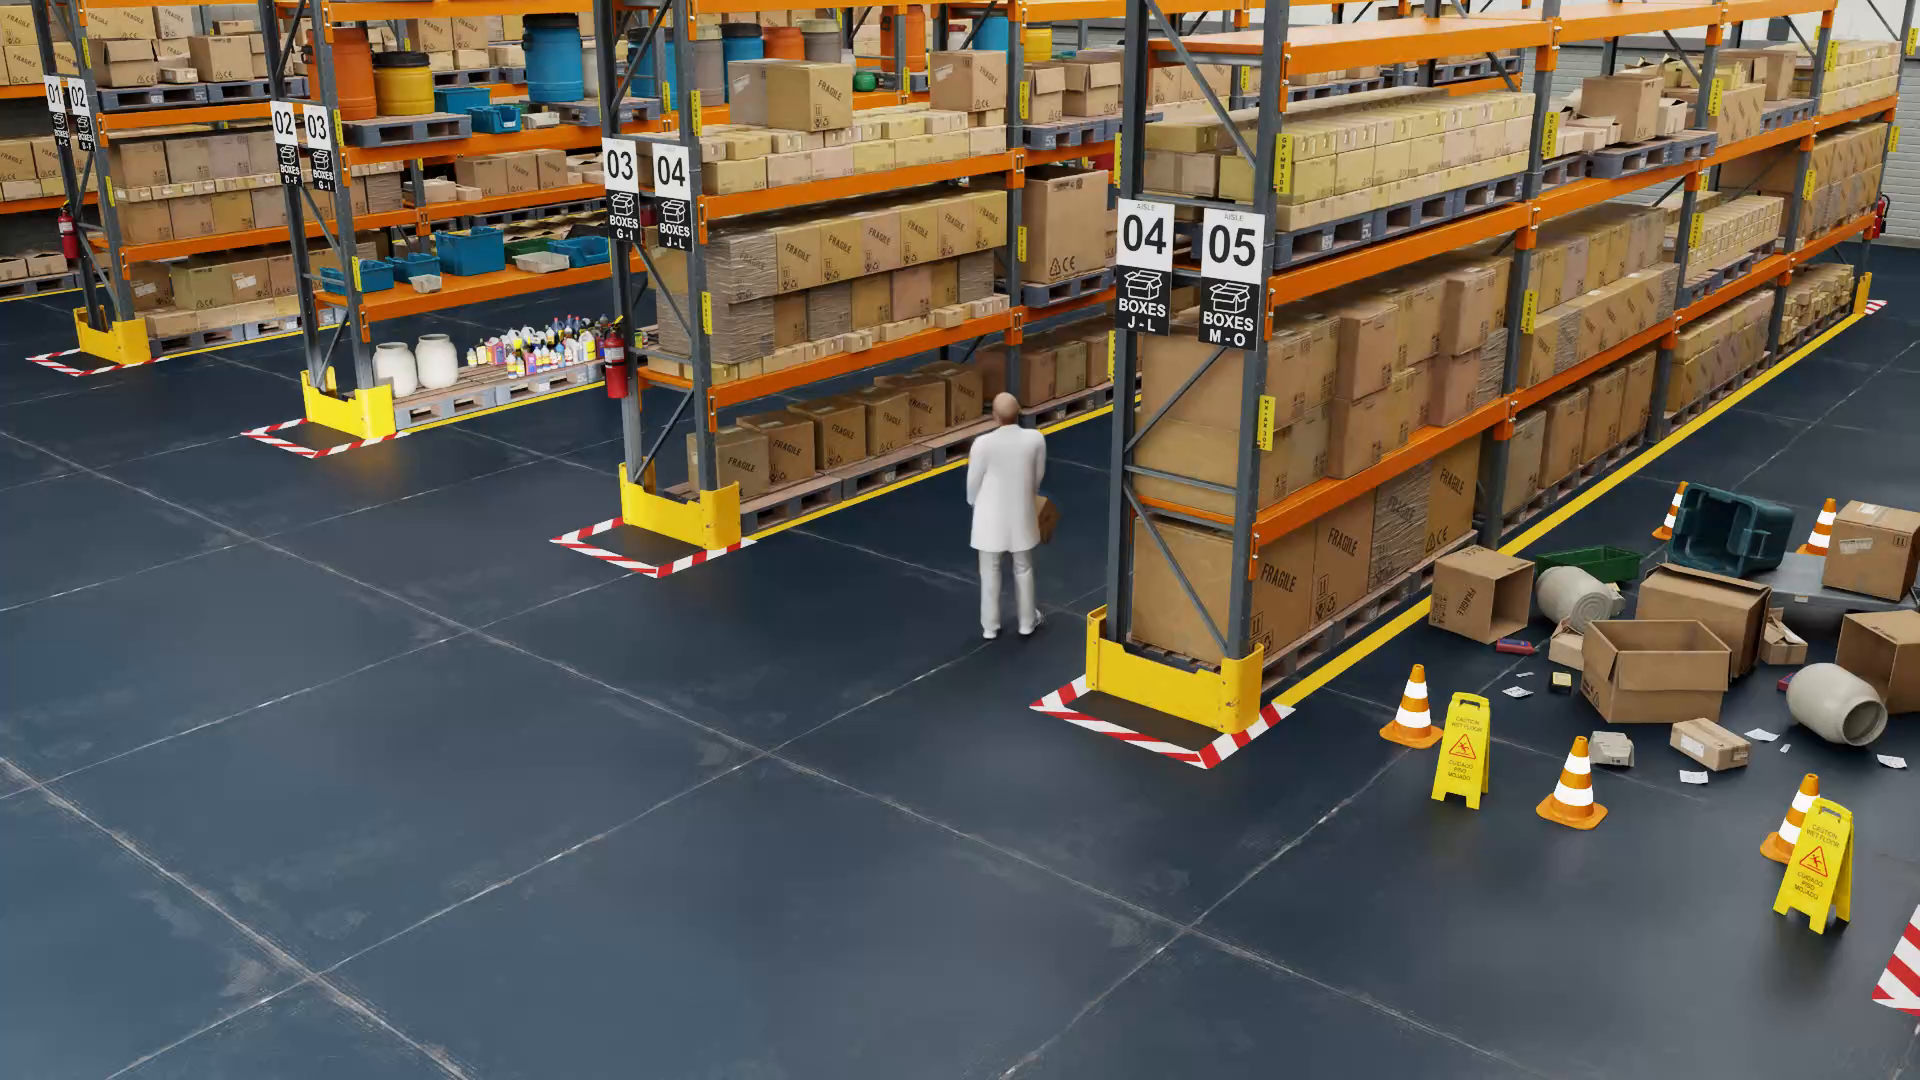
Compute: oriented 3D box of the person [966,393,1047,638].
[{"bbox_3d":[0.326,-0.183,11.581,0.627,1.775,0.473,-6,21,-15],"label":"person"}]
